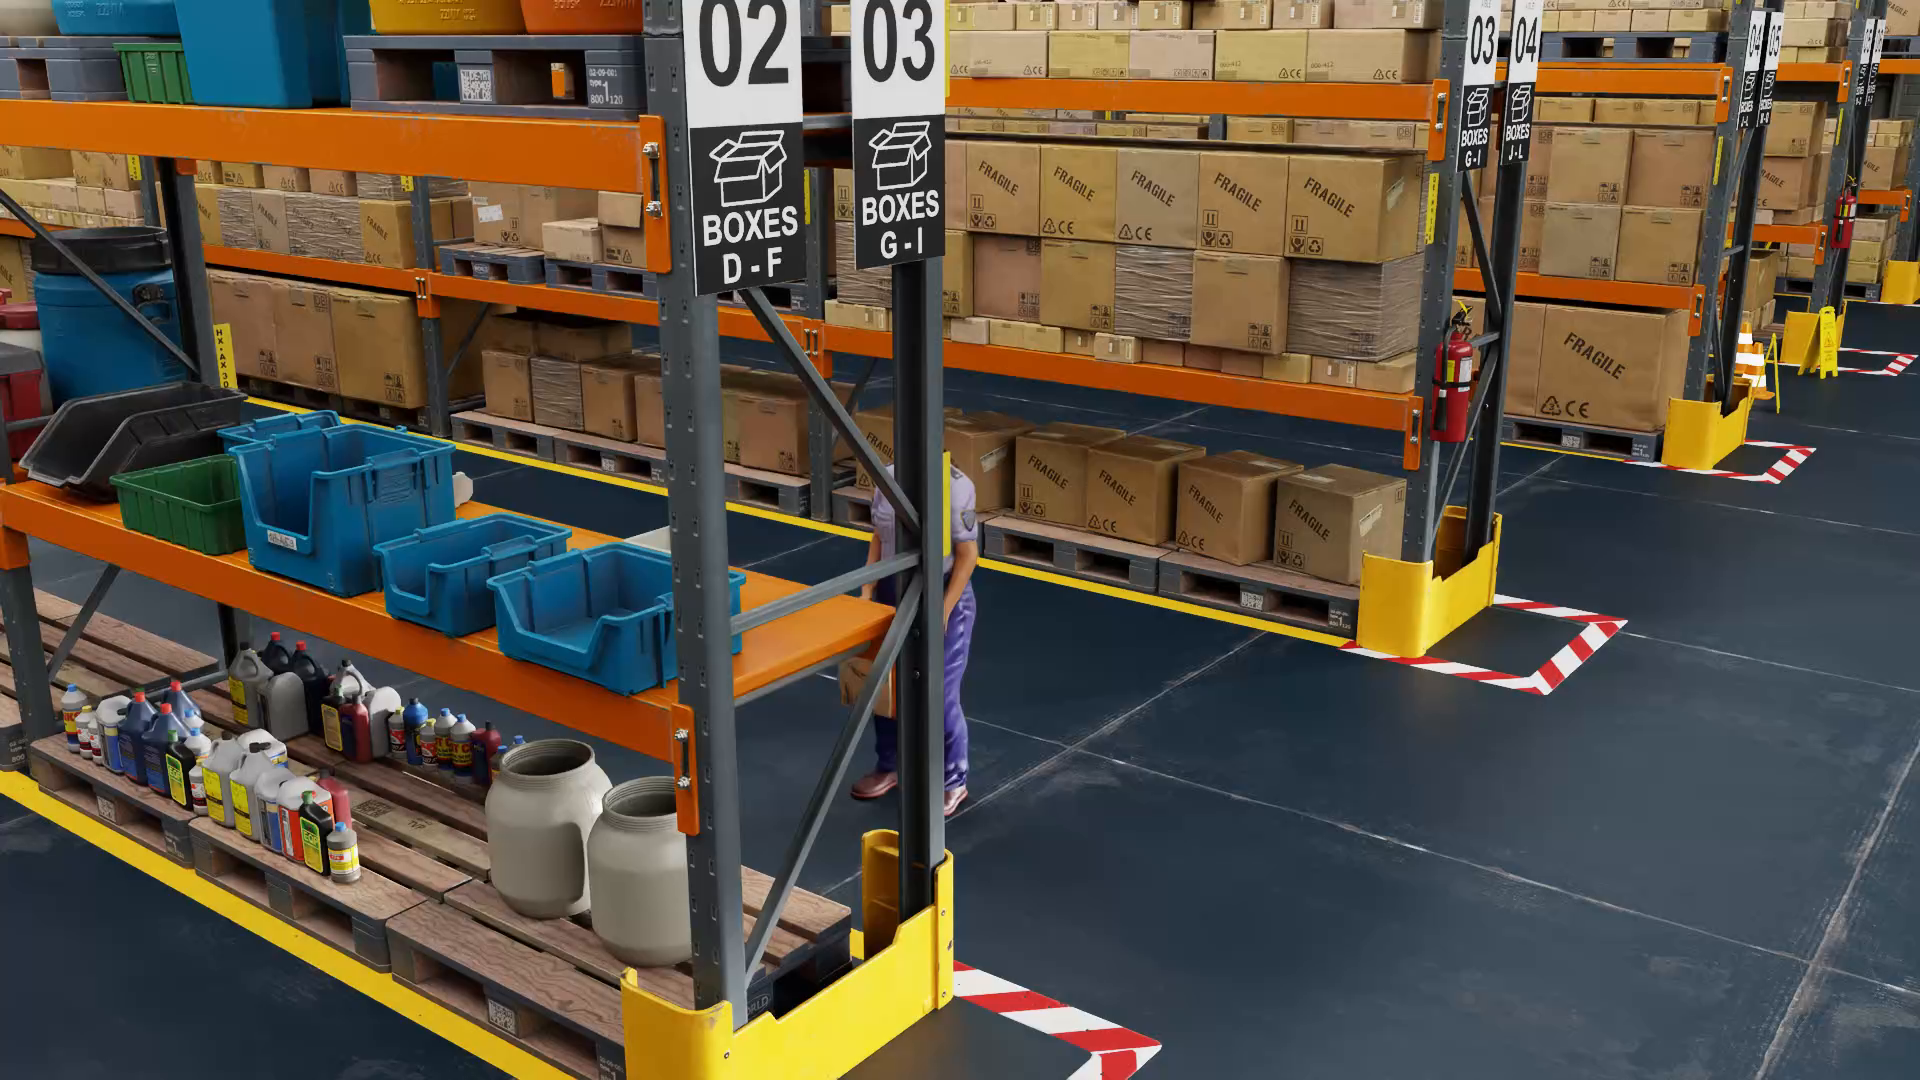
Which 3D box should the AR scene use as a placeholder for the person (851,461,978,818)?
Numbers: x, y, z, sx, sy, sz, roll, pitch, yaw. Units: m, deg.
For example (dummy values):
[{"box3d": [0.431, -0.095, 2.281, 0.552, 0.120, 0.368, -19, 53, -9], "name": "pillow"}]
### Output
[{"box3d": [-0.164, 0.269, 6.648, 0.519, 1.656, 0.372, 12, 20, 34], "name": "person"}]
